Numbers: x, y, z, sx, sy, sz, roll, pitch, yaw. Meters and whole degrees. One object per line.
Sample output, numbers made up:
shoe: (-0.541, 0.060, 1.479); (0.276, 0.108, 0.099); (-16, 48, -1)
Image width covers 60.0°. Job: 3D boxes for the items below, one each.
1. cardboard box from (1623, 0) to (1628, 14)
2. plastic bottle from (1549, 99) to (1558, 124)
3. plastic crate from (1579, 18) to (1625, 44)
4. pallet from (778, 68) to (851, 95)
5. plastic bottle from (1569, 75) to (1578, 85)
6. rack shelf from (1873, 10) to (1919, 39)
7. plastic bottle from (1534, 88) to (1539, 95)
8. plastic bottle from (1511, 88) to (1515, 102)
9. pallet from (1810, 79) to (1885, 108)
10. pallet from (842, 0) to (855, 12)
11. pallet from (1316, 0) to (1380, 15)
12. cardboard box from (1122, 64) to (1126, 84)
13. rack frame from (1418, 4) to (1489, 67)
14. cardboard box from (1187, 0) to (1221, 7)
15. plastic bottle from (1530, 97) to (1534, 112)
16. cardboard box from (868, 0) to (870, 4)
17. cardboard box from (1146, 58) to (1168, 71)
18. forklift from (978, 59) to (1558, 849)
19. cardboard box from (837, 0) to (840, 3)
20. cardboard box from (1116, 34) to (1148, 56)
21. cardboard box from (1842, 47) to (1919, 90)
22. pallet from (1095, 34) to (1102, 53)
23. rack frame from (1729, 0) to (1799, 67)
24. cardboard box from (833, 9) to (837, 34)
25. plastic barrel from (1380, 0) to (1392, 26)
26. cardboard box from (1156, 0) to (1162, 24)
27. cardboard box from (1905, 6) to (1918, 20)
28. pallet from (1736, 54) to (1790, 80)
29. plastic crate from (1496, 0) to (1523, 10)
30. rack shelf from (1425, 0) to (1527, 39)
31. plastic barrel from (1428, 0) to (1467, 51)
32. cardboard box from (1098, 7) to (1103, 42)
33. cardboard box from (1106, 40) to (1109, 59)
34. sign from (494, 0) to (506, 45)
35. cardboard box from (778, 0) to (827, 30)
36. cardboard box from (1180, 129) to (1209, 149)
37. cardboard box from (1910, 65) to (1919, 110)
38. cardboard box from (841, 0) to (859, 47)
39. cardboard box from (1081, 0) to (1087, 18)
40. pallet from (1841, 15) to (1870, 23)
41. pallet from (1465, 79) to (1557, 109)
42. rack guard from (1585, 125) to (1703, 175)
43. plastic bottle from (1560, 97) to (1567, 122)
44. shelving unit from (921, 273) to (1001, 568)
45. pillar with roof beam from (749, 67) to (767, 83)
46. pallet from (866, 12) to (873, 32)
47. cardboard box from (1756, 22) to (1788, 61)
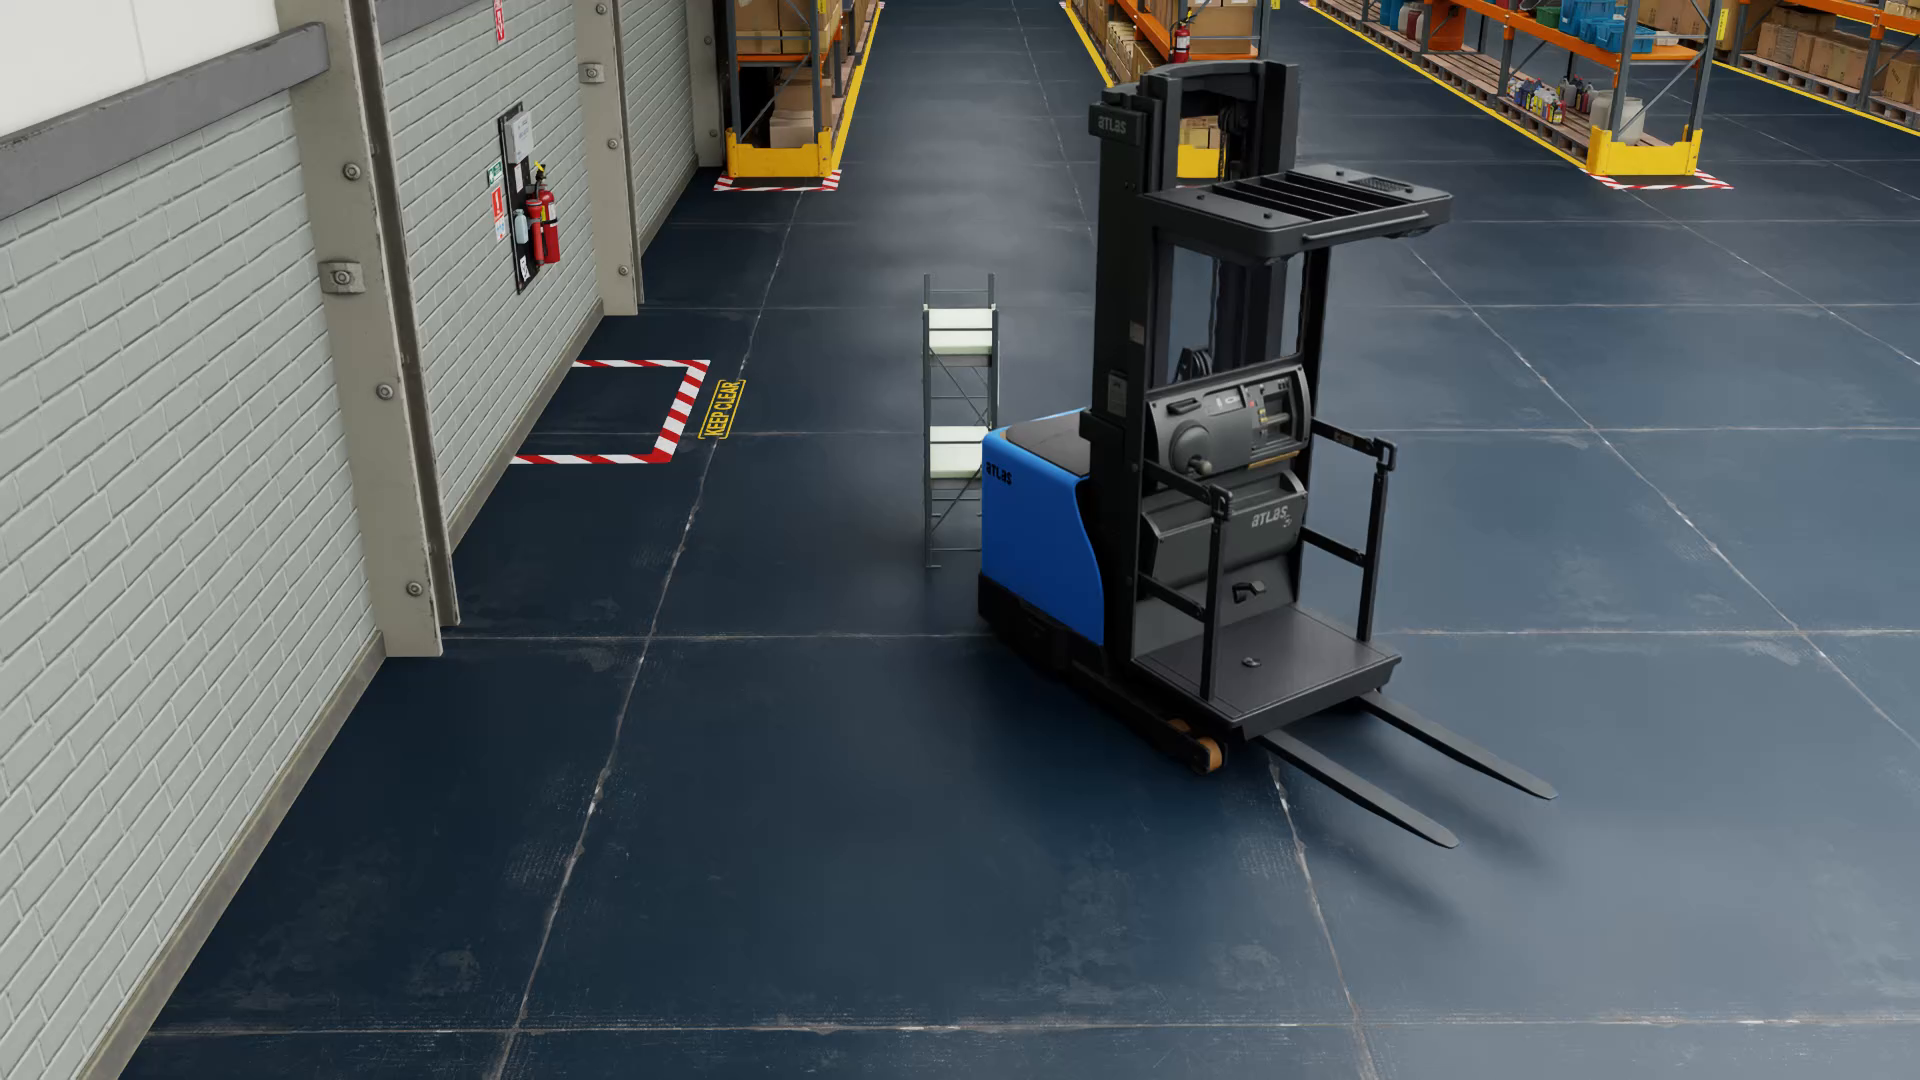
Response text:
cardboard box: (12.746, -10.024, 30.343); (0.875, 0.875, 0.875); (0, 24, -1)
plastic bottle: (7.374, -5.328, 20.652); (0.061, 0.283, 0.133); (0, 24, 1)
plastic crate: (7.546, -5.967, 19.483); (0.499, 0.251, 0.408); (0, 24, -1)
pallet: (-2.124, -6.720, 24.352); (1.003, 0.211, 1.213); (0, 24, -1)
plastic bottle: (8.103, -5.940, 21.923); (0.144, 0.351, 0.185); (-1, 24, -2)
rack shelf: (12.783, -6.080, 20.427); (1.077, 0.370, 4.000); (0, 24, -1)
plastic bottle: (7.443, -5.695, 21.478); (0.097, 0.271, 0.097); (0, 24, 0)
plastic bottle: (7.375, -5.918, 22.058); (0.097, 0.201, 0.097); (0, 24, 0)
pallet: (12.751, -6.283, 23.385); (1.003, 0.211, 1.213); (0, 24, -1)
pallet: (-1.961, -7.394, 22.691); (1.003, 0.211, 1.213); (0, 24, -1)
pallet: (7.647, -10.544, 32.808); (1.003, 0.211, 1.213); (0, 24, -1)
cardboard box: (2.557, -6.506, 23.322); (0.500, 0.250, 0.500); (-1, 24, -1)
rack frame: (7.765, -8.858, 25.696); (1.000, 3.000, 0.127); (0, 24, -1)
cardboard box: (2.704, -6.039, 18.554); (0.380, 0.149, 0.250); (-1, 24, -1)
plastic bottle: (7.384, -5.607, 21.368); (0.097, 0.201, 0.097); (0, 24, 0)
cardboard box: (-2.116, -10.669, 32.222); (0.700, 0.500, 0.500); (0, 24, -1)
cardboard box: (2.566, -5.659, 20.539); (0.500, 0.500, 0.500); (0, 24, -1)
forklift: (1.343, -0.513, 7.328); (1.130, 2.935, 3.031); (-16, 29, -31)
cardboard box: (-1.773, -7.049, 20.943); (0.500, 0.500, 0.500); (0, 24, -1)
cardboard box: (2.547, -7.176, 24.123); (0.500, 0.311, 0.500); (-1, 24, -1)
cardboard box: (12.776, -6.547, 23.085); (0.700, 0.500, 0.500); (-2, 24, -5)
pallet: (2.831, -8.376, 28.014); (1.003, 0.211, 1.213); (0, 24, -1)
rack frame: (12.717, -8.881, 25.745); (1.000, 3.000, 0.127); (0, 24, -1)
cardboard box: (-1.765, -6.293, 20.181); (0.500, 0.250, 0.500); (0, 24, 0)
plastic barrel: (7.710, -9.518, 29.191); (0.600, 0.901, 0.708); (0, 24, -1)
cardboard box: (2.878, -6.835, 21.101); (0.700, 0.500, 0.500); (-1, 24, -1)
cardboard box: (12.483, -6.822, 21.499); (0.380, 0.149, 0.250); (0, 24, -1)
pallet: (12.724, -7.288, 25.608); (1.003, 0.211, 1.213); (0, 24, -1)
plastic crate: (7.497, -7.437, 22.477); (0.402, 0.464, 0.583); (0, 24, -1)
rack shelf: (7.786, -7.706, 24.022); (1.077, 0.370, 4.000); (0, 24, -1)
plastic barrel: (7.742, -8.262, 26.502); (0.600, 0.830, 0.708); (0, 24, -1)
cardboard box: (2.561, -8.497, 27.396); (0.500, 0.500, 0.500); (-1, 24, -2)
cardboard box: (2.523, -7.559, 25.650); (0.500, 0.250, 0.500); (0, 24, -1)
sign: (-2.973, -3.363, 10.734); (0.001, 0.298, 0.199); (0, 24, -1)
cardboard box: (-1.759, -5.998, 18.619); (0.500, 0.500, 0.500); (0, 24, 0)
cardboard box: (2.597, -4.699, 19.327); (0.500, 0.250, 0.500); (0, 24, -1)
cardboard box: (12.739, -5.884, 21.643); (0.500, 0.500, 0.500); (8, 25, 16)
cardboard box: (-2.019, -8.329, 26.626); (0.750, 0.750, 0.750); (-1, 24, -1)
cardboard box: (2.478, -9.781, 30.236); (0.500, 0.500, 0.500); (0, 24, -1)
pallet: (17.575, -10.020, 31.648); (1.003, 0.211, 1.213); (0, 24, -1)
pallet: (7.761, -6.263, 23.342); (1.003, 0.211, 1.213); (0, 24, -1)
rack guard: (7.804, -4.454, 18.991); (1.175, 0.500, 0.348); (0, 24, -1)
plastic bottle: (7.524, -5.384, 20.777); (0.061, 0.283, 0.133); (0, 24, -1)
shelving unit: (0.000, -0.681, 9.435); (0.431, 1.500, 0.755); (0, 24, -1)
pillar with roof beam: (1.312, -11.027, 23.211); (9.100, 9.000, 0.400); (0, 24, -1)
pallet: (-2.116, -9.505, 30.510); (1.003, 0.211, 1.213); (0, 24, -1)
cardboard box: (12.744, -7.666, 25.560); (0.700, 0.500, 0.500); (-2, 24, -3)
